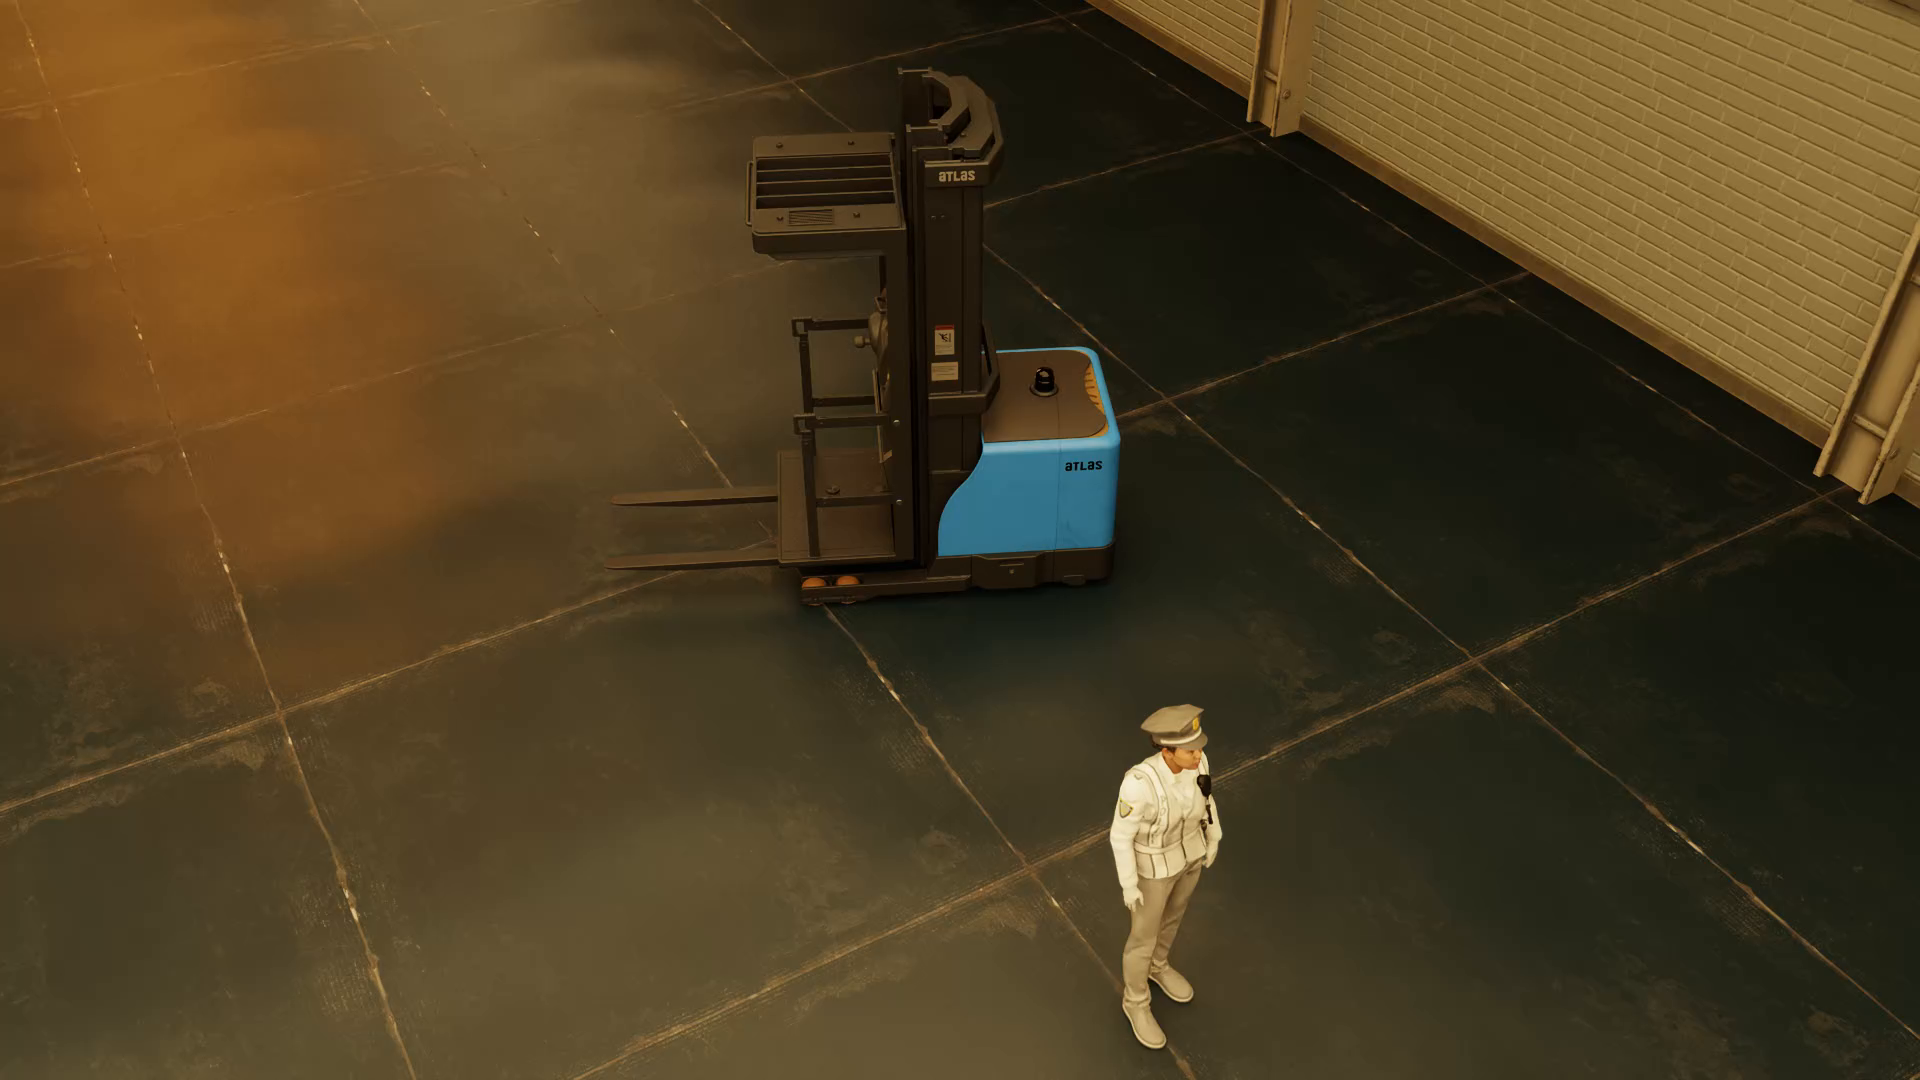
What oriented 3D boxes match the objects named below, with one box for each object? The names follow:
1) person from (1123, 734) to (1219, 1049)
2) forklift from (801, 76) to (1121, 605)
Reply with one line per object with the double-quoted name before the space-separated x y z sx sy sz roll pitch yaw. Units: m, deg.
"person" 0.945 1.464 7.271 0.568 1.640 0.501 -26 46 -28
"forklift" -0.078 -1.099 9.411 1.939 2.867 1.129 -3 40 -4
